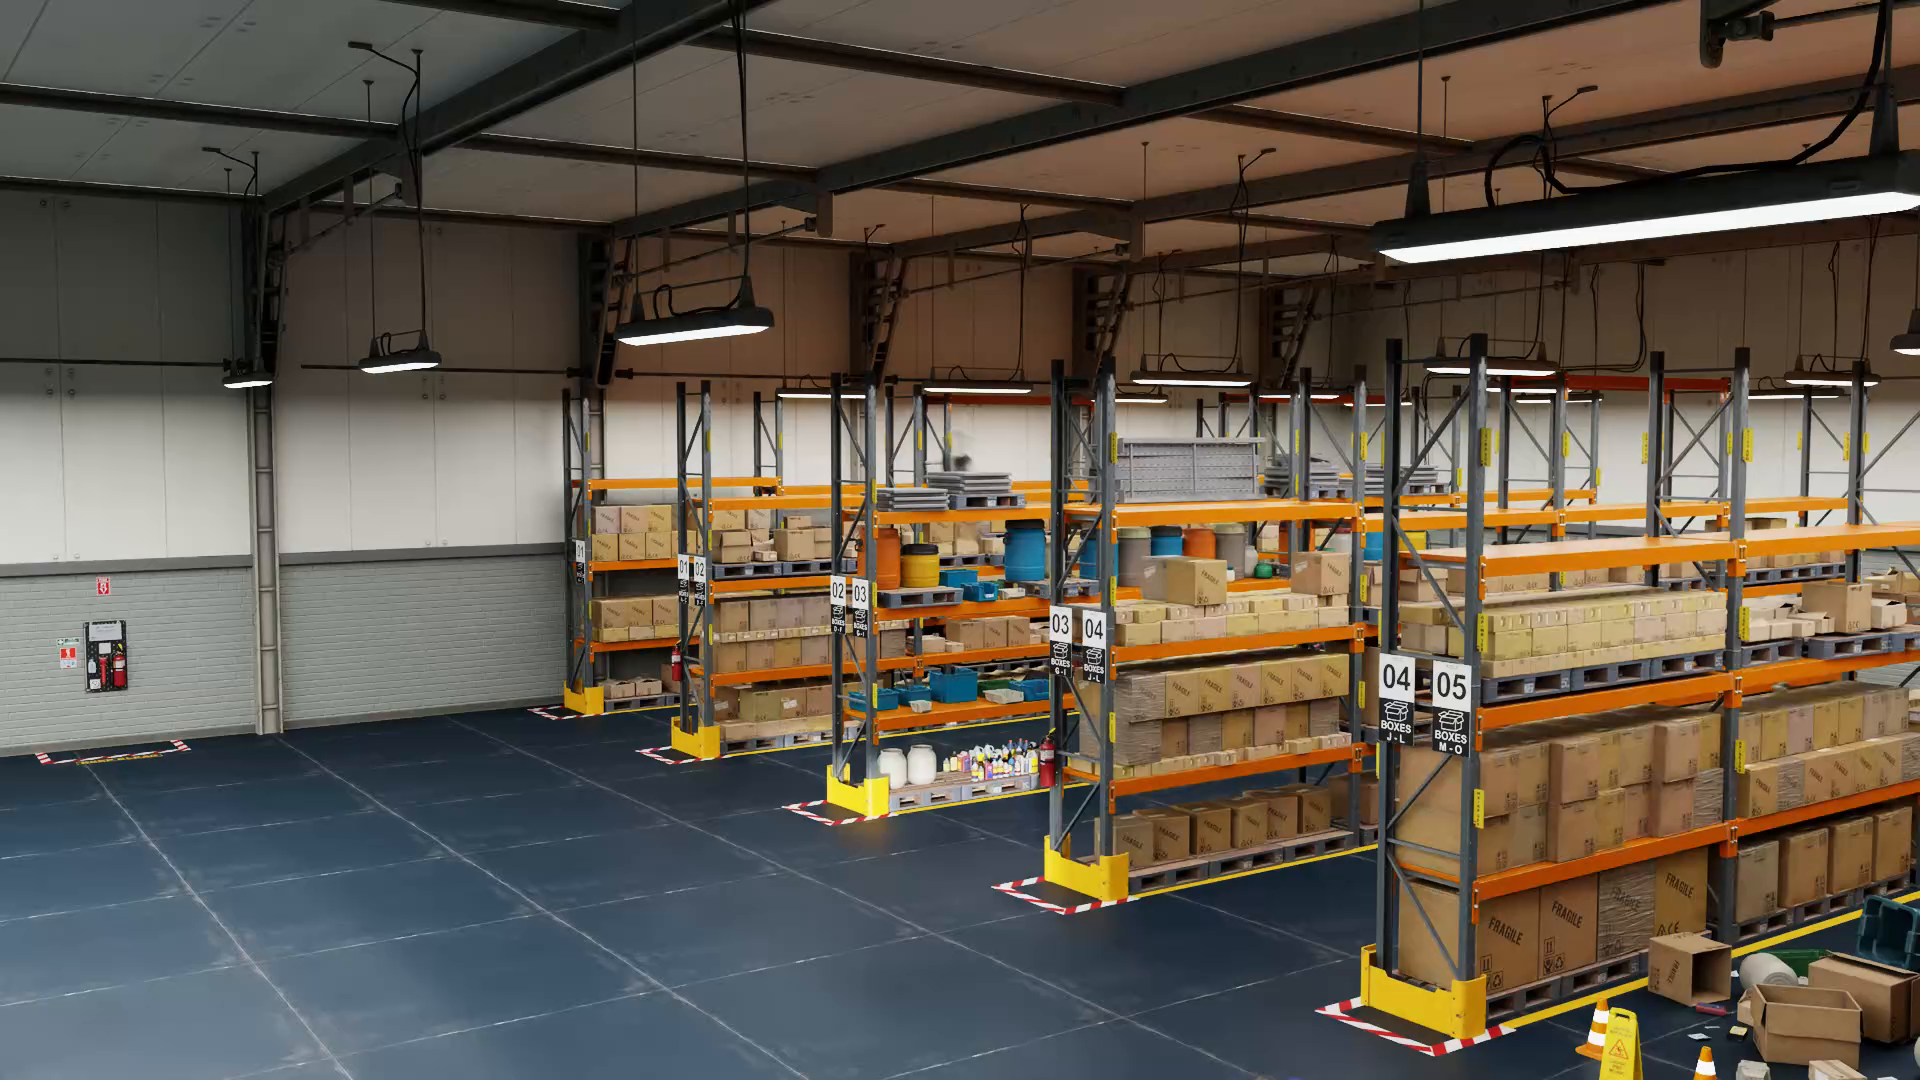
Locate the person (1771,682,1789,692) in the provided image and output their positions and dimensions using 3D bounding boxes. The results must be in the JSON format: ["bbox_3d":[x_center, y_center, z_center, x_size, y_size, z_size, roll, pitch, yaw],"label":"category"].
[{"bbox_3d":[11.576,2.815,23.595,0.552,1.654,0.597,-3,5,-39],"label":"person"}]
